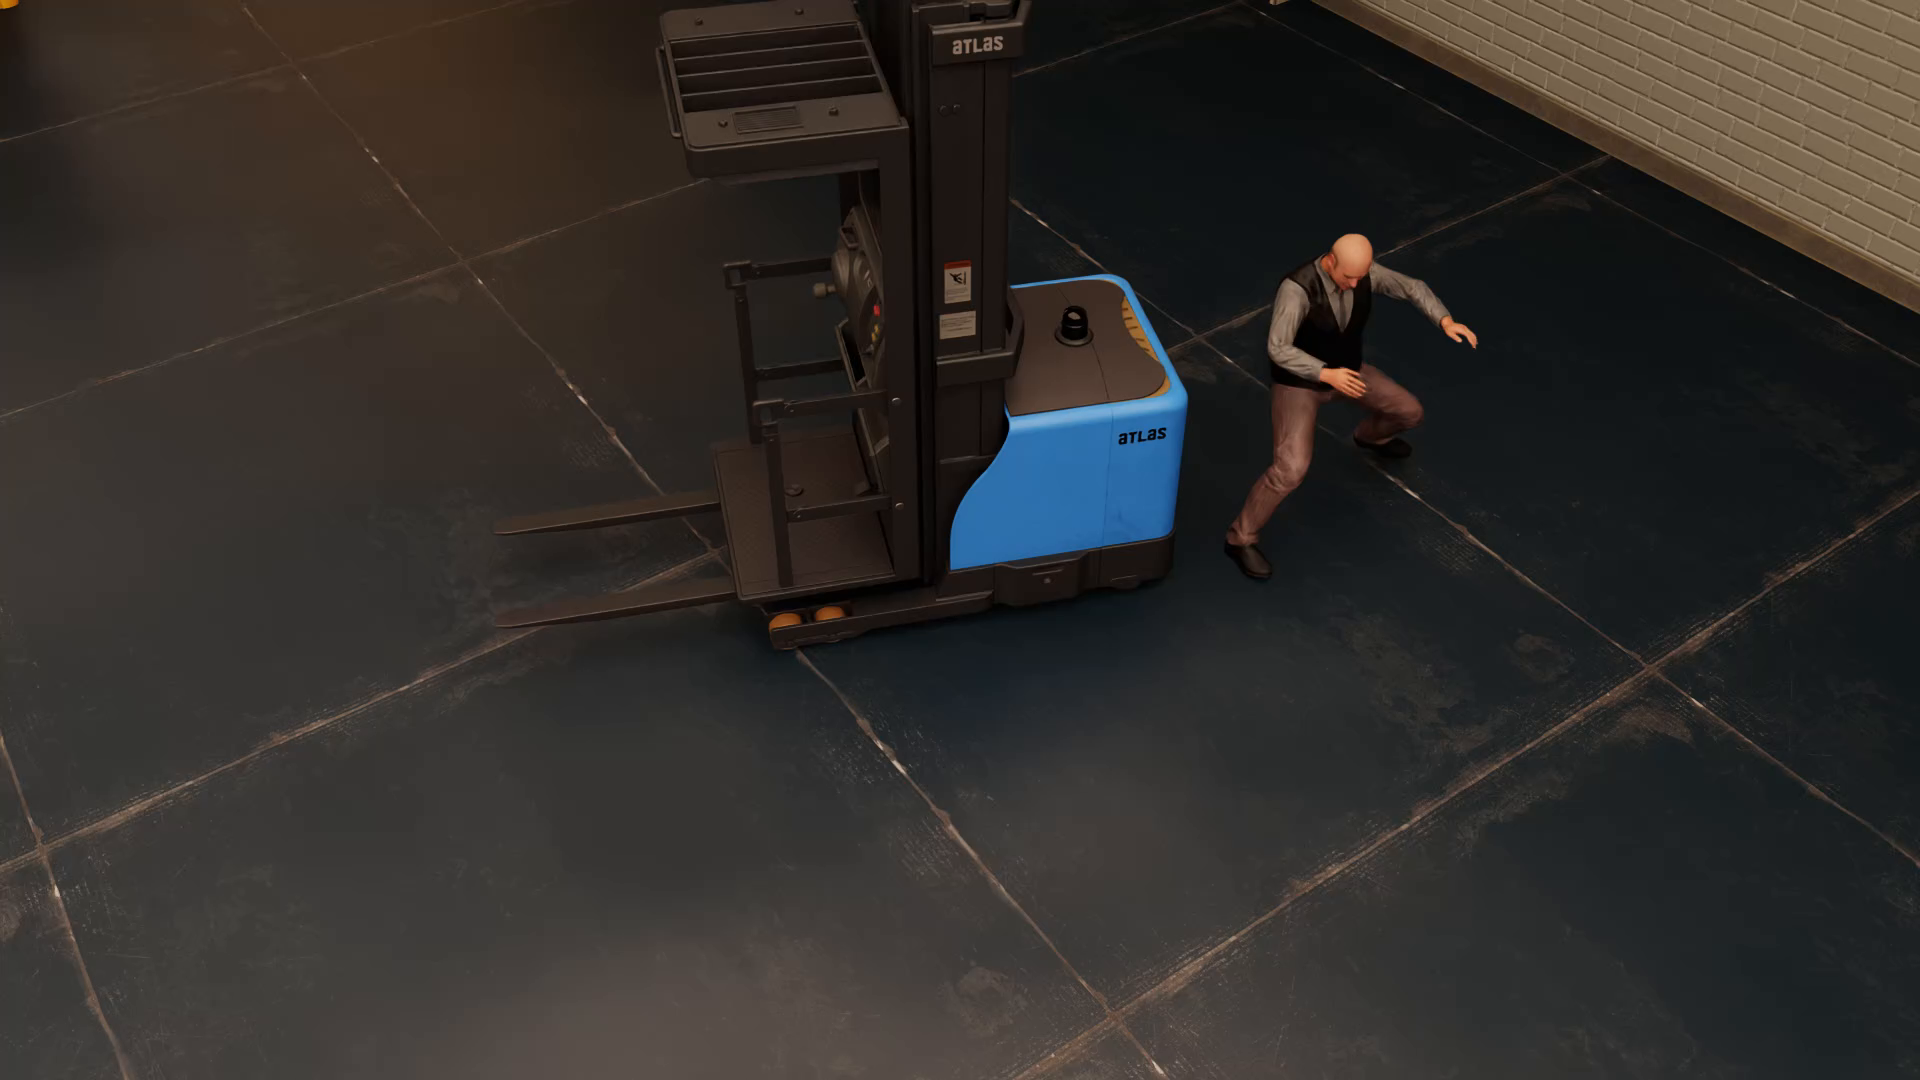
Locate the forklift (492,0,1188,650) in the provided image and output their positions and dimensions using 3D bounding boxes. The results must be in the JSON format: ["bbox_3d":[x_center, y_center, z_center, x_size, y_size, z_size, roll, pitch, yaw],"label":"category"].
[{"bbox_3d":[-0.596,-0.988,6.787,3.031,2.935,1.130,-9,43,-9],"label":"forklift"}]

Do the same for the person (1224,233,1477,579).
[{"bbox_3d":[1.749,-0.720,7.561,1.214,1.493,0.711,-18,46,-18],"label":"person"}]
